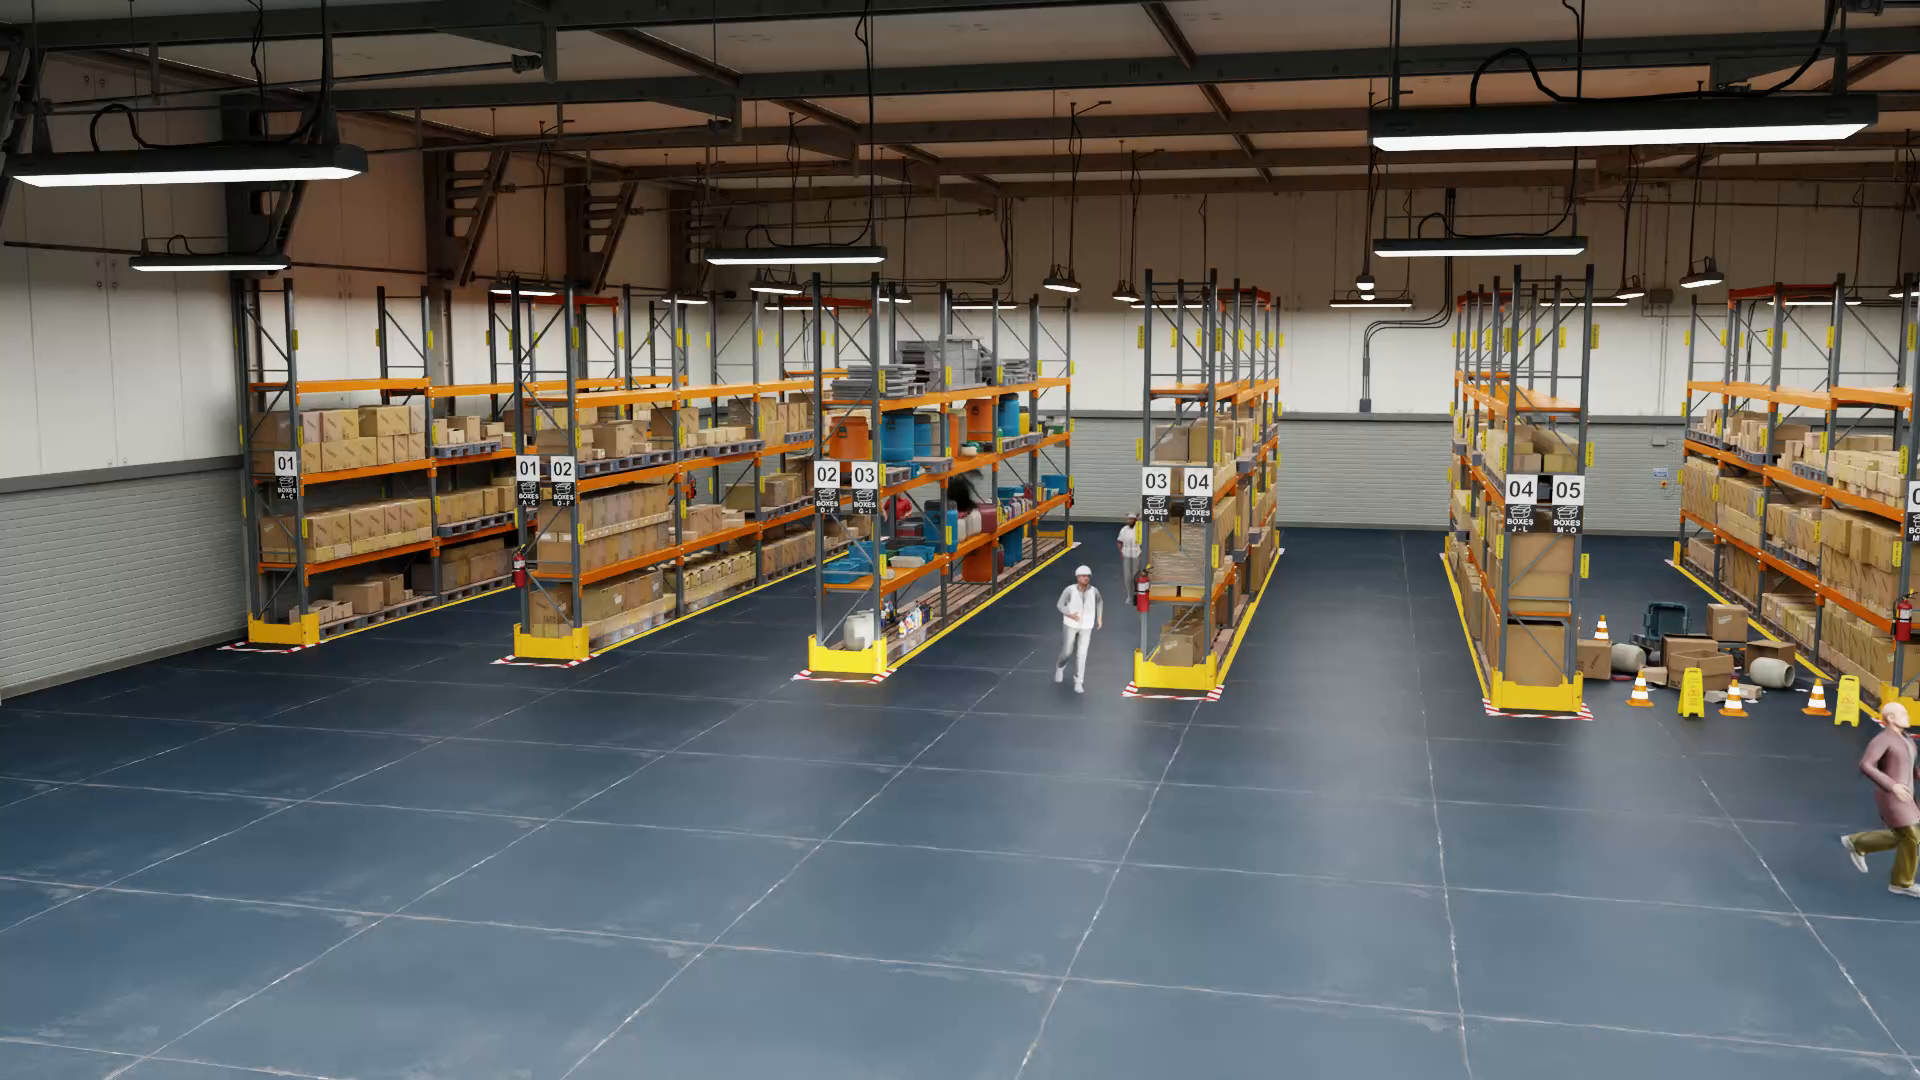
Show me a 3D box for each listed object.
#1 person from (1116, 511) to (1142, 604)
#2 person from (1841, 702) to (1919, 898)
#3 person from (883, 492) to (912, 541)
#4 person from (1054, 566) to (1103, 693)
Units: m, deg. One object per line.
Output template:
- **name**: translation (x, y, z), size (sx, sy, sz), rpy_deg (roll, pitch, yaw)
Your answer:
- **person**: translation (3.118, 0.299, 30.008), size (0.608, 1.670, 0.524), rpy_deg (2, 7, 14)
- **person**: translation (8.463, 2.334, 15.133), size (0.716, 1.736, 0.833), rpy_deg (-6, 9, -43)
- **person**: translation (-1.419, -0.332, 37.505), size (0.675, 1.688, 0.830), rpy_deg (0, 7, 3)
- **person**: translation (1.743, 1.247, 23.988), size (0.707, 1.774, 0.885), rpy_deg (-1, 7, -8)
